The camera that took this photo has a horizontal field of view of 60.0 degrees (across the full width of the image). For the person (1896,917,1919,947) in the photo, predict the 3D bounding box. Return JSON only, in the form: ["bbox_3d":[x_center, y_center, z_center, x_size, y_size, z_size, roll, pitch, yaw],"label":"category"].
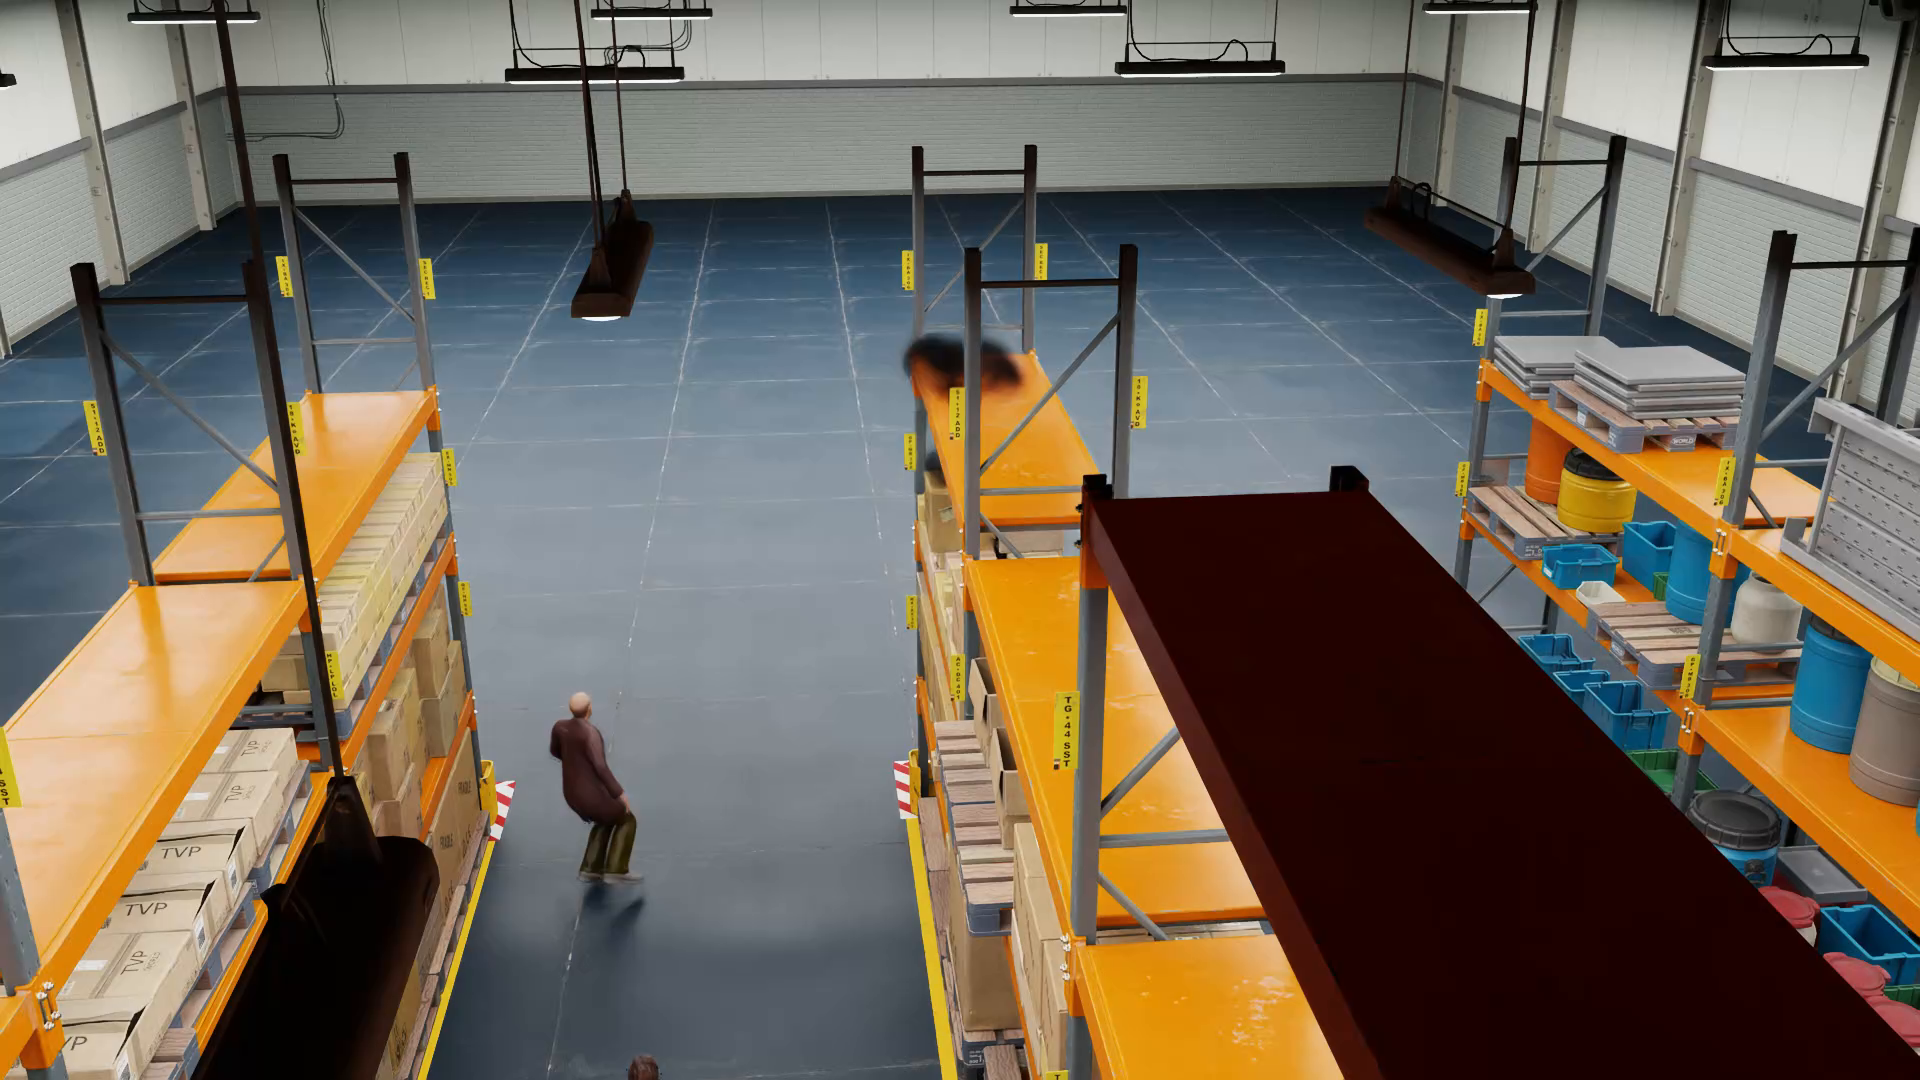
[{"bbox_3d":[7.576,2.603,12.977,0.543,1.517,0.889,-10,24,-24],"label":"person"}]

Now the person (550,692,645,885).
[{"bbox_3d":[-3.078,2.121,14.089,0.957,1.712,0.604,16,26,34],"label":"person"}]

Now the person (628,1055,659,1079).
[{"bbox_3d":[-1.816,3.752,9.899,0.527,1.688,0.699,-8,23,-19],"label":"person"}]
